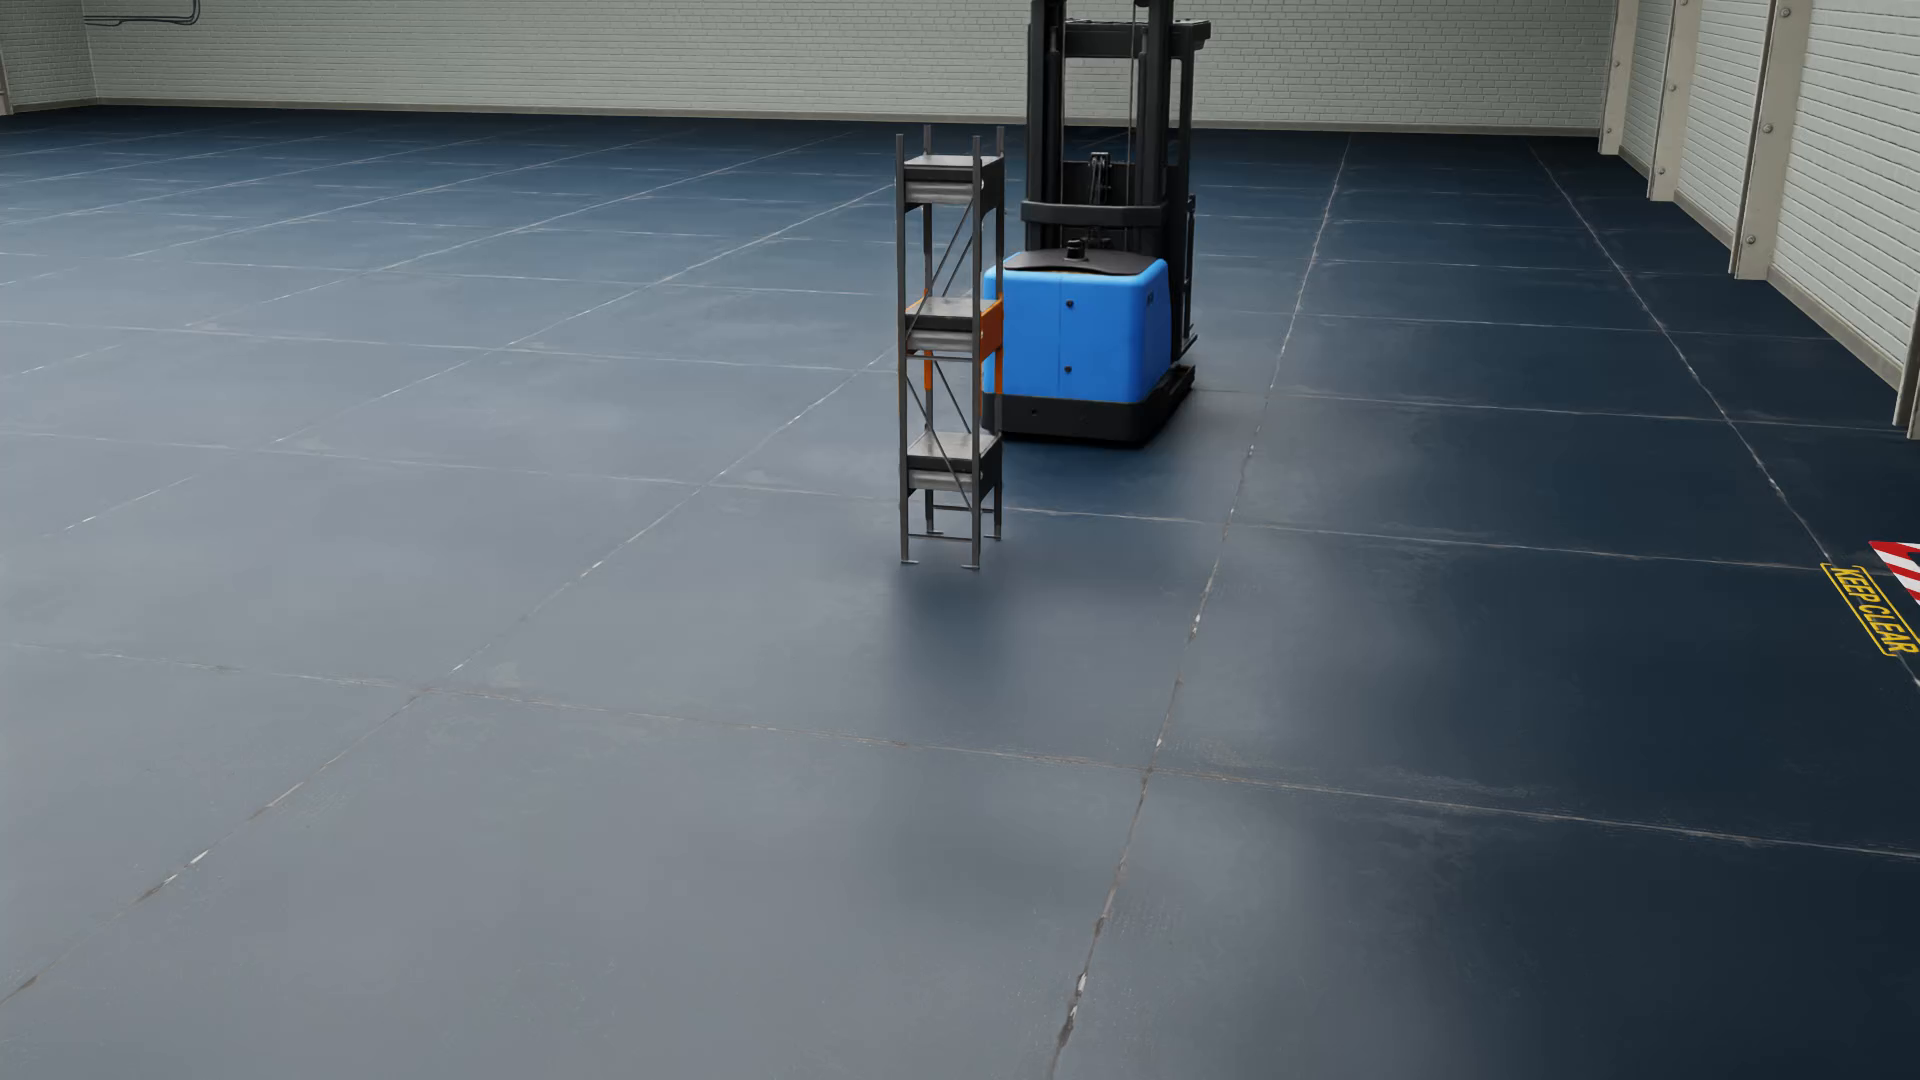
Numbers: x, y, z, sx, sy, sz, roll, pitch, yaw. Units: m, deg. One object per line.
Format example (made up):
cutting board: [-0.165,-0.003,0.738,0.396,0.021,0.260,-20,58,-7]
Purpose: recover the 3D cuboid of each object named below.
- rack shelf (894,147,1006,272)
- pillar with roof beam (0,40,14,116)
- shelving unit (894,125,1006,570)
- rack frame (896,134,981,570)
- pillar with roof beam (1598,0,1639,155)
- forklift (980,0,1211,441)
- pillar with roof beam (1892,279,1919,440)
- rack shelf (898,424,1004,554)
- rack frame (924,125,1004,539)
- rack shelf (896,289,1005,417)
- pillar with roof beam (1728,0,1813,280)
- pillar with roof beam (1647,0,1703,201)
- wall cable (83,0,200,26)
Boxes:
rack shelf: [-0.040,-1.591,7.974,0.431,0.518,0.480,5,19,13]
pillar with roof beam: [-15.743,-12.740,32.065,9.100,9.000,0.400,5,19,13]
shelving unit: [-0.040,-0.942,8.196,0.431,2.100,0.503,5,19,13]
rack frame: [-0.100,-0.865,7.972,0.400,2.100,0.015,5,19,13]
pillar with roof beam: [6.453,-10.932,26.772,9.100,9.000,0.400,5,19,13]
forklift: [1.047,-2.437,11.289,1.130,2.935,3.031,6,20,16]
pillar with roof beam: [2.055,-5.291,10.255,9.100,9.000,0.400,5,19,13]
rack shelf: [-0.040,-0.266,8.427,0.431,0.518,0.480,5,19,13]
rack frame: [0.019,-1.018,8.420,0.400,2.100,0.015,5,19,13]
rack shelf: [-0.040,-0.929,8.201,0.431,0.518,0.480,5,19,13]
pillar with roof beam: [3.521,-7.171,15.761,9.100,9.000,0.400,5,19,13]
pillar with roof beam: [4.987,-9.052,21.266,9.100,9.000,0.400,5,19,13]
wall cable: [-17.916,-12.430,35.960,3.097,2.526,0.112,5,19,13]
